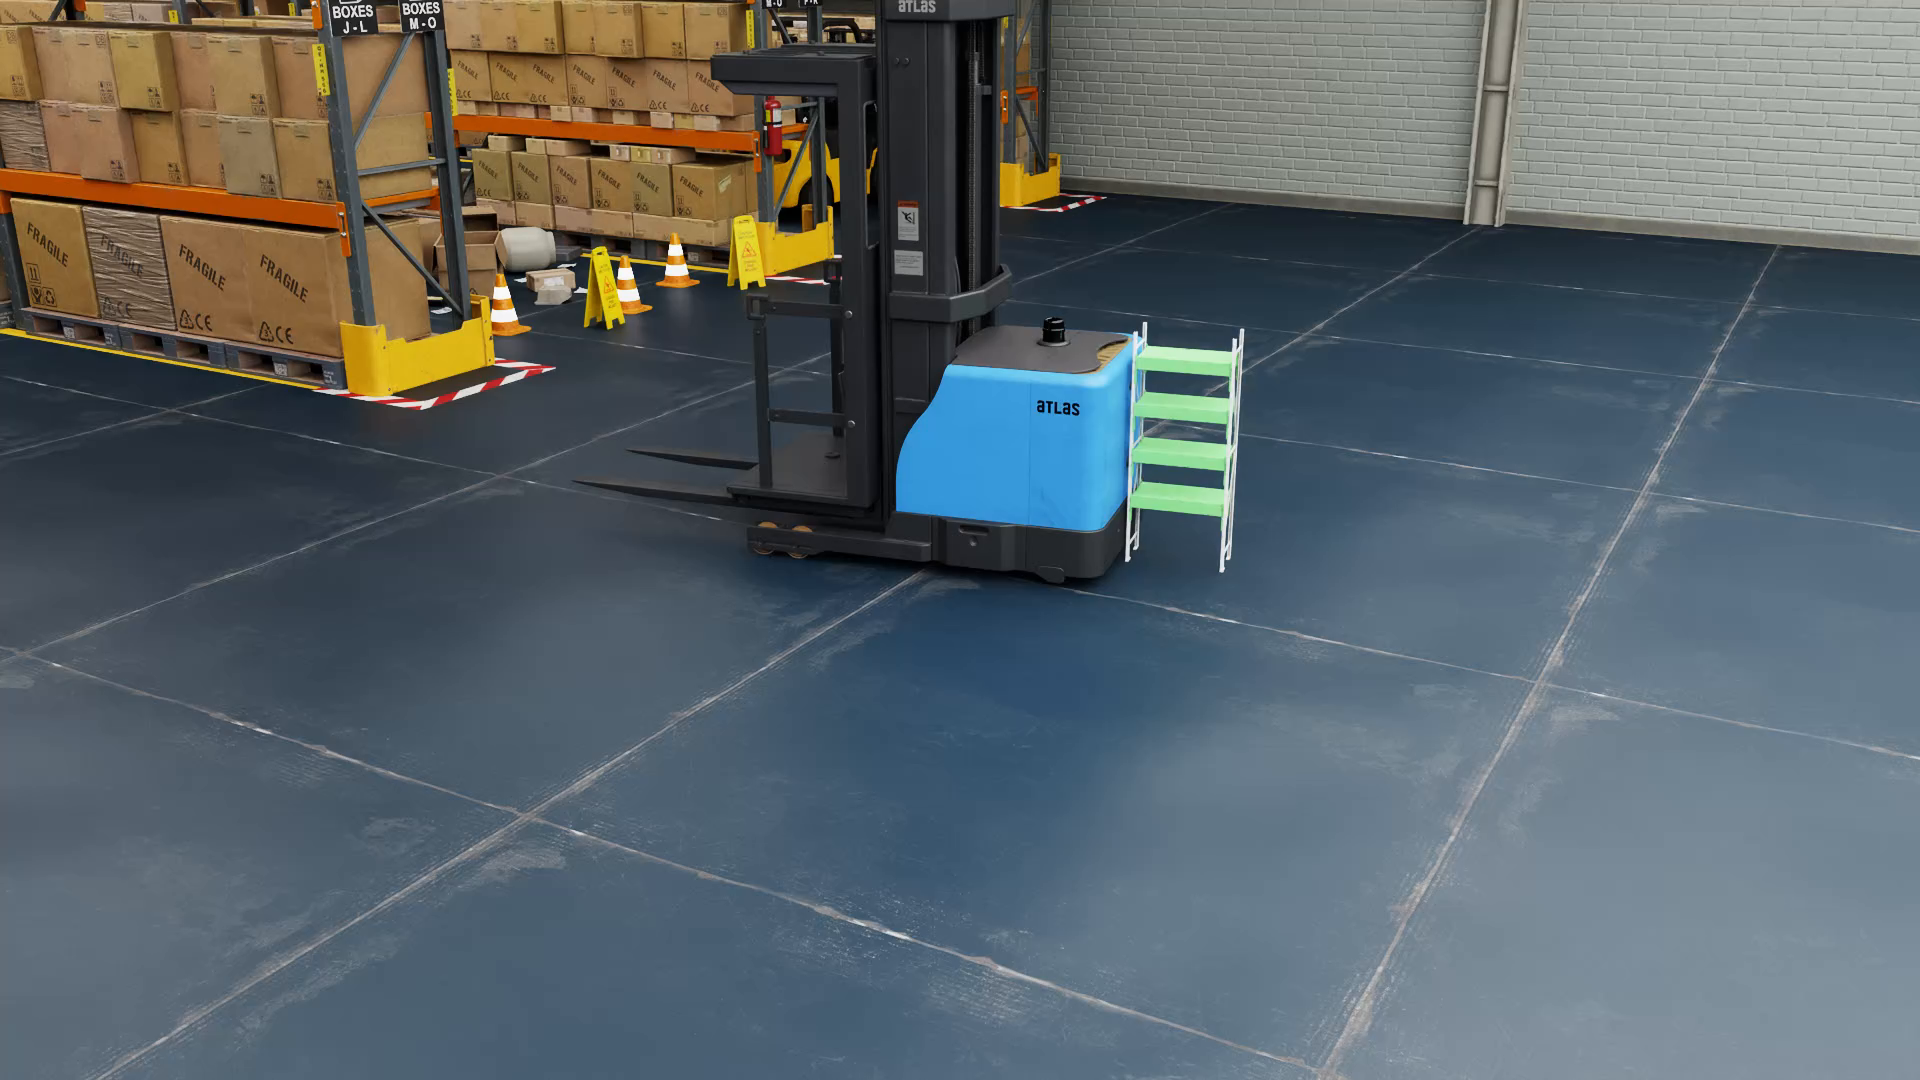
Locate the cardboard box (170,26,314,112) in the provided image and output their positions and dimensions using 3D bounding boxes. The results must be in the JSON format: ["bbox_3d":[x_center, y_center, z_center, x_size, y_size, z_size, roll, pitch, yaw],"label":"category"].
[{"bbox_3d":[-5.188,-3.454,12.186,0.550,0.550,0.875,11,23,27],"label":"cardboard box"}]

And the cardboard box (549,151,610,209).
[{"bbox_3d":[-3.793,-3.668,16.894,0.500,0.500,0.500,12,23,30],"label":"cardboard box"}]

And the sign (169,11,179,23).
[{"bbox_3d":[-8.861,-5.805,18.771,0.005,0.325,0.100,11,23,27],"label":"sign"}]

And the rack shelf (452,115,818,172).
[{"bbox_3d":[-3.356,-4.090,16.797,4.000,0.370,1.077,11,23,27],"label":"rack shelf"}]

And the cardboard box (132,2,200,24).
[{"bbox_3d":[-9.173,-5.951,19.260,0.500,0.500,0.500,10,22,26],"label":"cardboard box"}]

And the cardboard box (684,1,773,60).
[{"bbox_3d":[-2.162,-4.773,15.574,0.500,0.500,0.700,10,22,26],"label":"cardboard box"}]

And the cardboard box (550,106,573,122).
[{"bbox_3d":[-3.871,-4.280,16.632,0.250,0.149,0.380,11,23,28],"label":"cardboard box"}]

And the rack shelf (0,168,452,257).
[{"bbox_3d":[-5.681,-2.600,12.688,4.000,0.370,1.077,11,23,27],"label":"rack shelf"}]

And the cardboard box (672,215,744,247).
[{"bbox_3d":[-2.467,-3.059,16.316,0.500,0.250,0.500,11,23,27],"label":"cardboard box"}]

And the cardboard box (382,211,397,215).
[{"bbox_3d":[-5.943,-3.407,16.414,0.500,0.500,0.500,11,23,27],"label":"cardboard box"}]

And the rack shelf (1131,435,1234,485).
[{"bbox_3d":[1.127,-0.406,8.412,0.480,0.148,0.258,6,21,17],"label":"rack shelf"}]

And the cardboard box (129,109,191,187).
[{"bbox_3d":[-5.683,-3.015,12.559,0.500,0.550,0.875,11,23,27],"label":"cardboard box"}]

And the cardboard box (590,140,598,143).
[{"bbox_3d":[-5.064,-5.772,23.244,0.625,0.625,0.875,12,23,29],"label":"cardboard box"}]

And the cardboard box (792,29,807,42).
[{"bbox_3d":[-1.887,-6.319,20.789,0.250,0.149,0.380,11,23,28],"label":"cardboard box"}]

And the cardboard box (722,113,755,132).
[{"bbox_3d":[-2.040,-3.976,15.796,0.250,0.149,0.380,12,23,29],"label":"cardboard box"}]

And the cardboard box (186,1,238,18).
[{"bbox_3d":[-8.905,-6.098,19.664,0.500,0.500,0.500,10,22,26],"label":"cardboard box"}]

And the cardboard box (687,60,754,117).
[{"bbox_3d":[-2.218,-4.291,15.713,0.500,0.500,0.500,10,22,26],"label":"cardboard box"}]

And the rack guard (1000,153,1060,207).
[{"bbox_3d":[0.829,-4.395,20.248,0.348,0.500,1.175,11,23,27],"label":"rack guard"}]

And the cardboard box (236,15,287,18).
[{"bbox_3d":[-8.061,-5.818,19.306,0.500,0.500,0.500,10,22,26],"label":"cardboard box"}]

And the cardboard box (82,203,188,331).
[{"bbox_3d":[-6.124,-2.195,13.017,0.875,0.875,0.875,11,23,28],"label":"cardboard box"}]

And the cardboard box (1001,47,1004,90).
[{"bbox_3d":[0.250,-5.625,19.826,0.500,0.500,0.500,10,22,26],"label":"cardboard box"}]

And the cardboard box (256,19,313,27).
[{"bbox_3d":[-7.388,-5.496,18.419,0.500,0.500,0.500,11,23,28],"label":"cardboard box"}]

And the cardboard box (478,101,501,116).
[{"bbox_3d":[-4.737,-4.469,17.153,0.250,0.149,0.380,12,23,29],"label":"cardboard box"}]

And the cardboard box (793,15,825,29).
[{"bbox_3d":[-1.876,-6.460,20.741,0.250,0.149,0.380,11,23,28],"label":"cardboard box"}]

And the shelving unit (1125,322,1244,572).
[{"bbox_3d":[1.127,-0.466,8.390,0.503,1.200,0.258,6,21,17],"label":"shelving unit"}]

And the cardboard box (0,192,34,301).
[{"bbox_3d":[-8.013,-2.487,14.005,0.750,0.750,1.050,11,23,27],"label":"cardboard box"}]

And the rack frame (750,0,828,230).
[{"bbox_3d":[-1.609,-4.096,15.758,0.127,3.000,1.000,11,23,27],"label":"rack frame"}]

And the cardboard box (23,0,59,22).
[{"bbox_3d":[-10.947,-6.289,20.191,0.500,0.500,0.500,10,22,26],"label":"cardboard box"}]

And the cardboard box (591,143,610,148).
[{"bbox_3d":[-4.009,-3.916,17.578,0.500,0.500,0.500,11,23,28],"label":"cardboard box"}]

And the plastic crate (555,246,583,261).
[{"bbox_3d":[-4.131,-2.883,16.697,0.583,0.080,0.402,3,20,9],"label":"plastic crate"}]

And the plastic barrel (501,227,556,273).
[{"bbox_3d":[-4.151,-2.778,15.901,0.512,0.421,0.421,-7,21,-20],"label":"plastic barrel"}]

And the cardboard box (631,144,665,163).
[{"bbox_3d":[-3.007,-3.798,16.301,0.250,0.149,0.380,11,23,28],"label":"cardboard box"}]

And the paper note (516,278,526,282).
[{"bbox_3d":[-4.074,-2.445,15.578,0.148,0.019,0.142,-16,26,-38],"label":"paper note"}]

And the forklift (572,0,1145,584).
[{"bbox_3d":[-0.591,-1.444,8.549,3.031,2.935,1.130,6,21,17],"label":"forklift"}]

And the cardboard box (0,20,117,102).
[{"bbox_3d":[-7.122,-3.777,13.076,0.550,0.550,0.875,11,23,27],"label":"cardboard box"}]

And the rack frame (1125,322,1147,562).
[{"bbox_3d":[0.896,-0.492,8.462,0.015,1.200,0.240,6,21,17],"label":"rack frame"}]

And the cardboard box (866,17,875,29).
[{"bbox_3d":[-0.949,-6.316,20.344,0.250,0.149,0.380,11,23,28],"label":"cardboard box"}]

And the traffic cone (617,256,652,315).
[{"bbox_3d":[-2.859,-2.204,14.262,0.334,0.463,0.336,11,23,27],"label":"traffic cone"}]

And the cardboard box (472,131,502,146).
[{"bbox_3d":[-6.650,-5.933,23.873,0.500,0.500,0.500,12,23,29],"label":"cardboard box"}]

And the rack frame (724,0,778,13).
[{"bbox_3d":[-2.684,-6.239,21.667,0.127,3.000,1.000,11,23,27],"label":"rack frame"}]

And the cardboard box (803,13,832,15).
[{"bbox_3d":[-1.822,-6.674,21.331,0.250,0.149,0.380,11,22,27],"label":"cardboard box"}]

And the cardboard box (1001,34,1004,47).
[{"bbox_3d":[0.369,-5.900,19.634,0.250,0.149,0.380,11,23,28],"label":"cardboard box"}]

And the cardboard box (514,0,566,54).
[{"bbox_3d":[-3.963,-5.097,16.469,0.500,0.500,0.700,10,22,26],"label":"cardboard box"}]

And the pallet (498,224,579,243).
[{"bbox_3d":[-4.498,-3.349,17.788,1.213,0.211,1.003,11,23,27],"label":"pallet"}]

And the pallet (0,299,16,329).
[{"bbox_3d":[-8.138,-2.066,14.250,1.213,0.211,1.003,11,23,27],"label":"pallet"}]

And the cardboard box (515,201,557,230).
[{"bbox_3d":[-4.247,-3.402,17.261,0.500,0.250,0.500,12,23,30],"label":"cardboard box"}]

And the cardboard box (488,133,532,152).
[{"bbox_3d":[-4.638,-4.106,17.152,0.250,0.149,0.380,11,23,28],"label":"cardboard box"}]

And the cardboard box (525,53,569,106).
[{"bbox_3d":[-3.972,-4.628,16.641,0.500,0.500,0.500,11,22,27],"label":"cardboard box"}]

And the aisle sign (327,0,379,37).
[{"bbox_3d":[-4.020,-3.726,10.927,0.004,0.787,0.394,11,23,27],"label":"aisle sign"}]

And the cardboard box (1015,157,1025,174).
[{"bbox_3d":[0.475,-4.619,20.616,0.500,0.250,0.500,11,23,28],"label":"cardboard box"}]

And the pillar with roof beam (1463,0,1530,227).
[{"bbox_3d":[3.778,-6.499,13.585,0.400,9.000,9.100,11,23,27],"label":"pillar with roof beam"}]

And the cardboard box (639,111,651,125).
[{"bbox_3d":[-2.924,-4.153,16.283,0.250,0.149,0.380,11,23,28],"label":"cardboard box"}]
